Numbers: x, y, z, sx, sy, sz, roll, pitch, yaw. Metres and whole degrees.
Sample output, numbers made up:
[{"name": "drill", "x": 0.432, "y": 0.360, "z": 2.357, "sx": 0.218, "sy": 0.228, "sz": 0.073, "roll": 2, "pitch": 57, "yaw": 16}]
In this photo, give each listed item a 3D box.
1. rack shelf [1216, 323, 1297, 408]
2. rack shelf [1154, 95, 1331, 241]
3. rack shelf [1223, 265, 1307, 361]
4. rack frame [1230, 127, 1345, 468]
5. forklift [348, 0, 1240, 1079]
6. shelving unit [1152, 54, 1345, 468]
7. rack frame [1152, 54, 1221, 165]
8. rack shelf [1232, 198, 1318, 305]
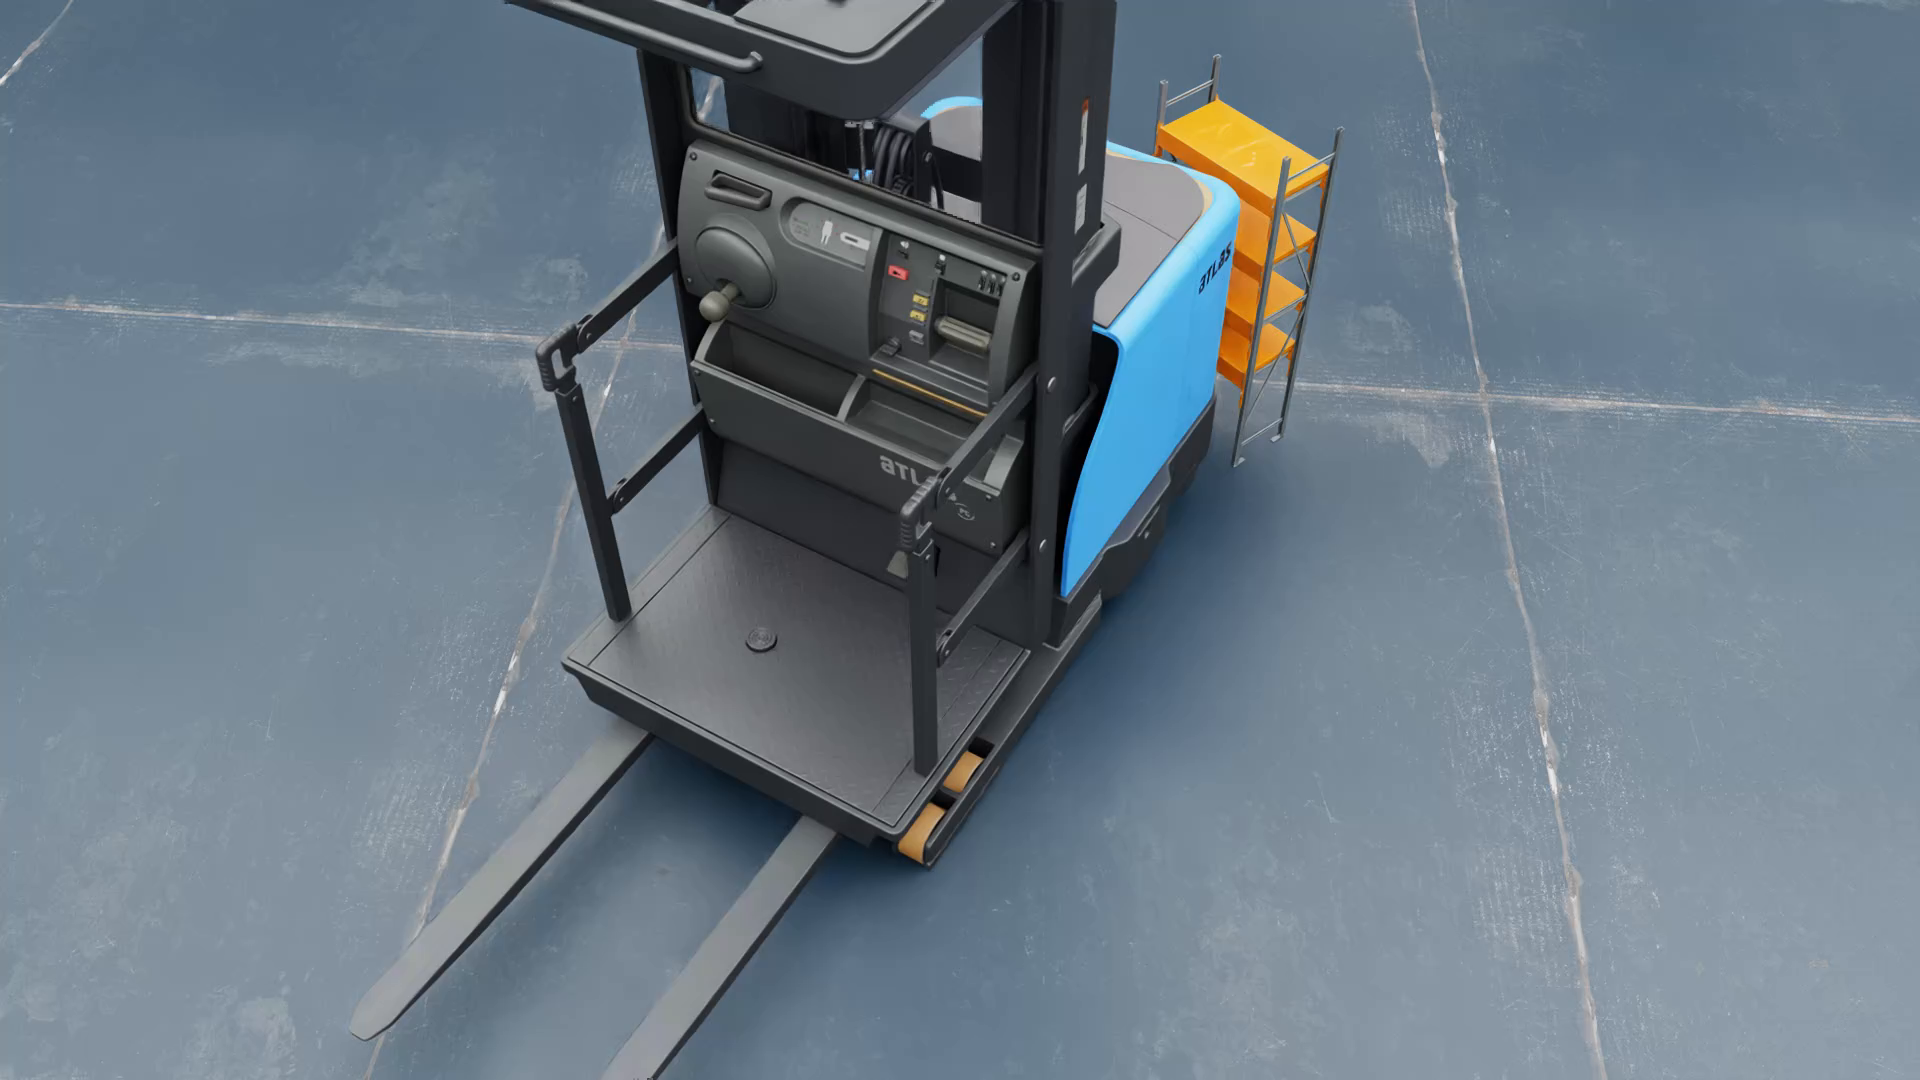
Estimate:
[{"name": "rack shelf", "x": 0.834, "y": -0.662, "z": 5.402, "sx": 0.258, "sy": 0.148, "sz": 0.480, "roll": -31, "pitch": 55, "yaw": -25}, {"name": "rack shelf", "x": 0.834, "y": -1.106, "z": 4.916, "sx": 0.258, "sy": 0.148, "sz": 0.480, "roll": -31, "pitch": 55, "yaw": -25}, {"name": "rack shelf", "x": 0.834, "y": -0.796, "z": 5.256, "sx": 0.258, "sy": 0.148, "sz": 0.480, "roll": -31, "pitch": 55, "yaw": -25}, {"name": "rack frame", "x": 0.988, "y": -0.702, "z": 5.079, "sx": 0.240, "sy": 1.200, "sz": 0.015, "roll": -31, "pitch": 55, "yaw": -25}, {"name": "forklift", "x": -0.375, "y": -0.523, "z": 3.742, "sx": 1.130, "sy": 2.935, "sz": 3.031, "roll": 24, "pitch": 52, "yaw": 20}, {"name": "shelving unit", "x": 0.834, "y": -0.841, "z": 5.206, "sx": 0.258, "sy": 1.200, "sz": 0.503, "roll": -31, "pitch": 55, "yaw": -25}, {"name": "rack frame", "x": 0.679, "y": -0.981, "z": 5.334, "sx": 0.240, "sy": 1.200, "sz": 0.015, "roll": -31, "pitch": 55, "yaw": -25}, {"name": "rack shelf", "x": 0.834, "y": -0.947, "z": 5.091, "sx": 0.258, "sy": 0.148, "sz": 0.480, "roll": -31, "pitch": 55, "yaw": -25}]
